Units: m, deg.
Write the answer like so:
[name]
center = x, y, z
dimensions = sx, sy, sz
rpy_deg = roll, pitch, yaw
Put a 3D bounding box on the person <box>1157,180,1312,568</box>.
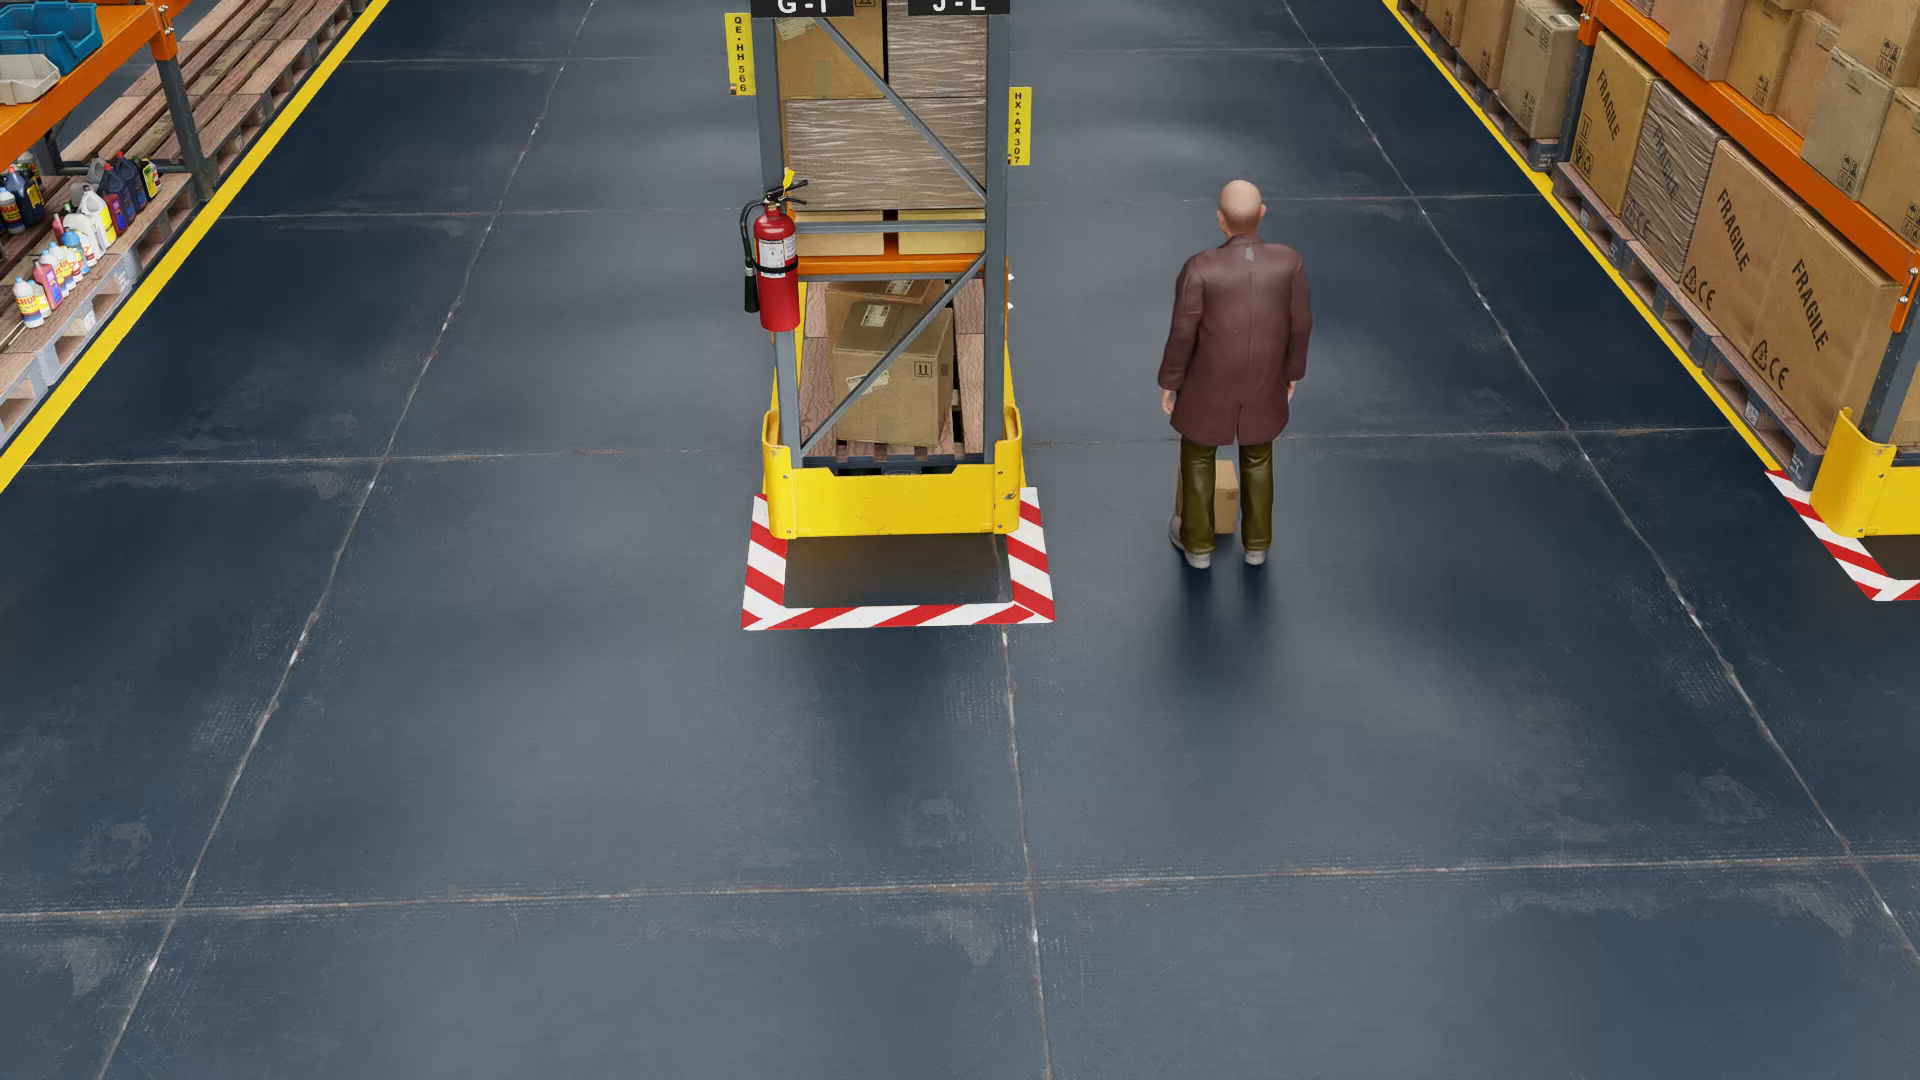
[person]
center = 1.163, -0.639, 7.177
dimensions = 0.648, 1.660, 0.429
rpy_deg = -4, 35, -6
